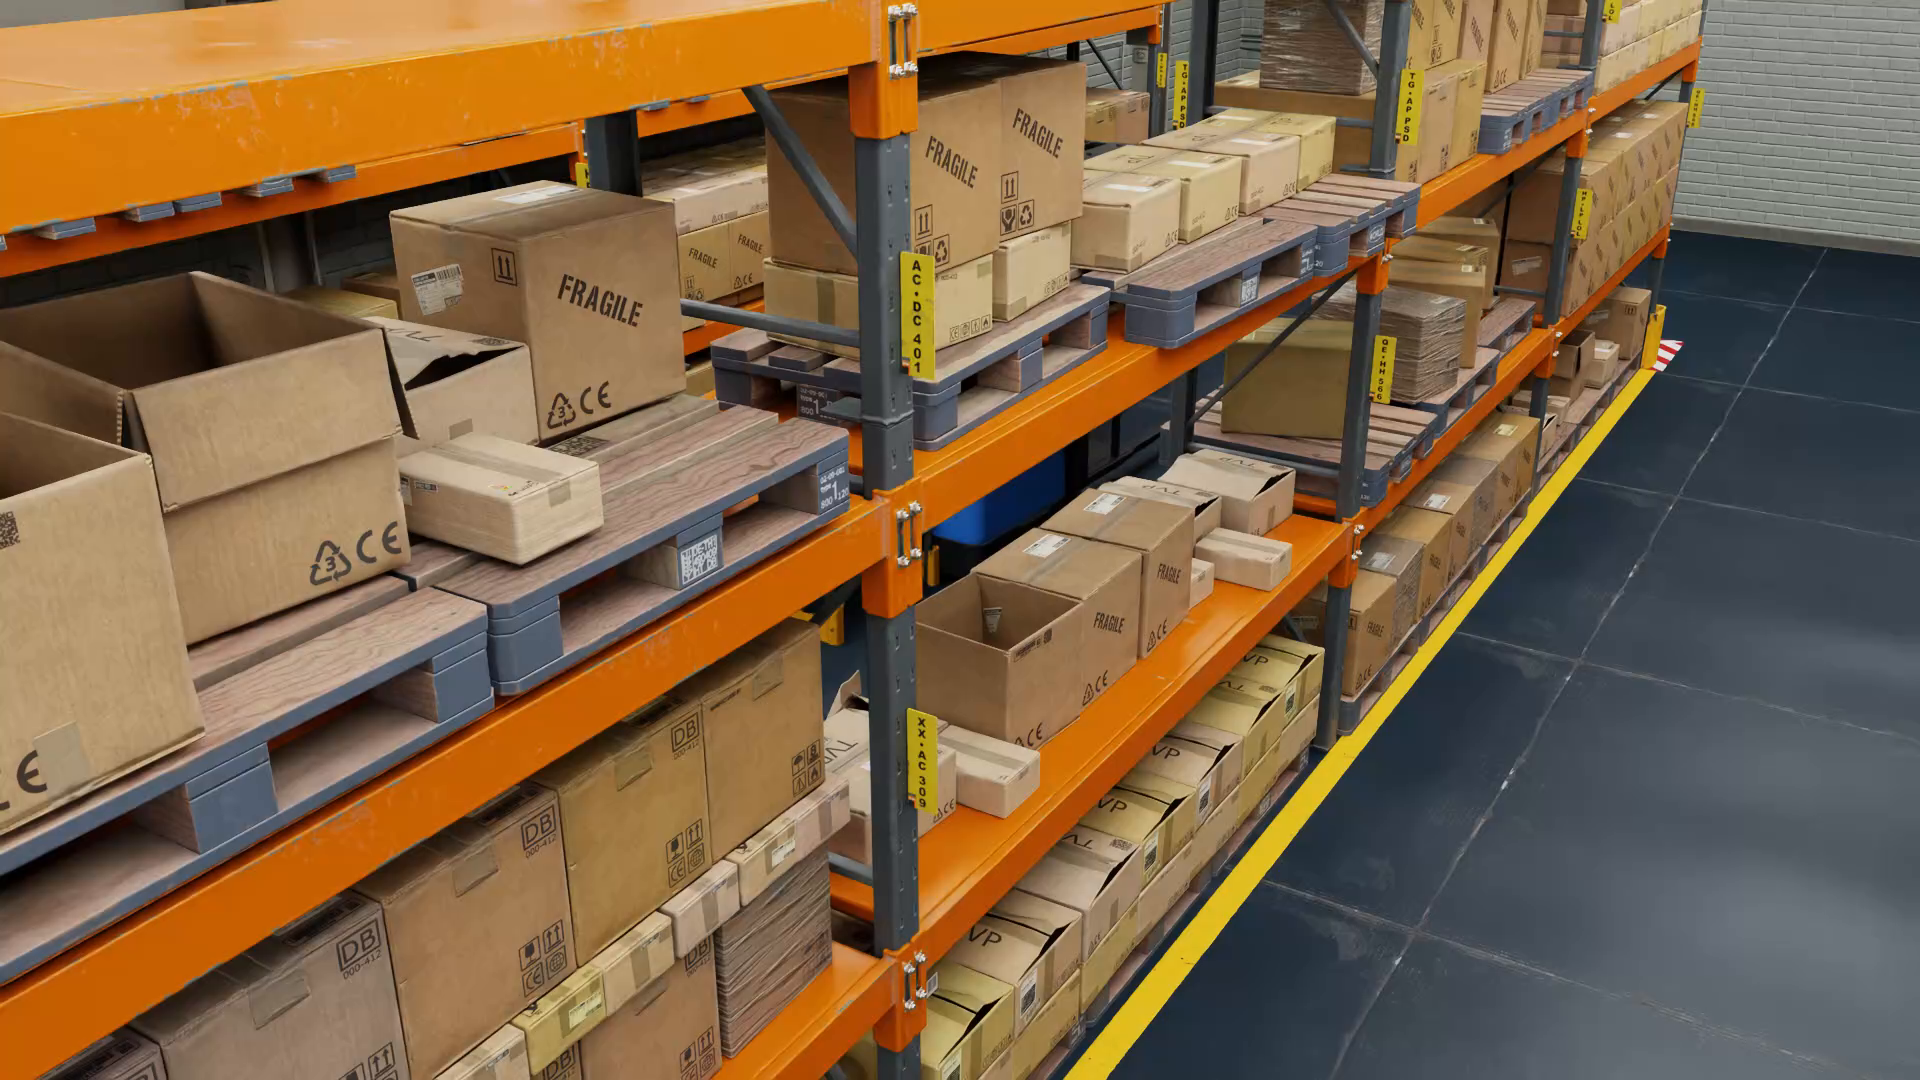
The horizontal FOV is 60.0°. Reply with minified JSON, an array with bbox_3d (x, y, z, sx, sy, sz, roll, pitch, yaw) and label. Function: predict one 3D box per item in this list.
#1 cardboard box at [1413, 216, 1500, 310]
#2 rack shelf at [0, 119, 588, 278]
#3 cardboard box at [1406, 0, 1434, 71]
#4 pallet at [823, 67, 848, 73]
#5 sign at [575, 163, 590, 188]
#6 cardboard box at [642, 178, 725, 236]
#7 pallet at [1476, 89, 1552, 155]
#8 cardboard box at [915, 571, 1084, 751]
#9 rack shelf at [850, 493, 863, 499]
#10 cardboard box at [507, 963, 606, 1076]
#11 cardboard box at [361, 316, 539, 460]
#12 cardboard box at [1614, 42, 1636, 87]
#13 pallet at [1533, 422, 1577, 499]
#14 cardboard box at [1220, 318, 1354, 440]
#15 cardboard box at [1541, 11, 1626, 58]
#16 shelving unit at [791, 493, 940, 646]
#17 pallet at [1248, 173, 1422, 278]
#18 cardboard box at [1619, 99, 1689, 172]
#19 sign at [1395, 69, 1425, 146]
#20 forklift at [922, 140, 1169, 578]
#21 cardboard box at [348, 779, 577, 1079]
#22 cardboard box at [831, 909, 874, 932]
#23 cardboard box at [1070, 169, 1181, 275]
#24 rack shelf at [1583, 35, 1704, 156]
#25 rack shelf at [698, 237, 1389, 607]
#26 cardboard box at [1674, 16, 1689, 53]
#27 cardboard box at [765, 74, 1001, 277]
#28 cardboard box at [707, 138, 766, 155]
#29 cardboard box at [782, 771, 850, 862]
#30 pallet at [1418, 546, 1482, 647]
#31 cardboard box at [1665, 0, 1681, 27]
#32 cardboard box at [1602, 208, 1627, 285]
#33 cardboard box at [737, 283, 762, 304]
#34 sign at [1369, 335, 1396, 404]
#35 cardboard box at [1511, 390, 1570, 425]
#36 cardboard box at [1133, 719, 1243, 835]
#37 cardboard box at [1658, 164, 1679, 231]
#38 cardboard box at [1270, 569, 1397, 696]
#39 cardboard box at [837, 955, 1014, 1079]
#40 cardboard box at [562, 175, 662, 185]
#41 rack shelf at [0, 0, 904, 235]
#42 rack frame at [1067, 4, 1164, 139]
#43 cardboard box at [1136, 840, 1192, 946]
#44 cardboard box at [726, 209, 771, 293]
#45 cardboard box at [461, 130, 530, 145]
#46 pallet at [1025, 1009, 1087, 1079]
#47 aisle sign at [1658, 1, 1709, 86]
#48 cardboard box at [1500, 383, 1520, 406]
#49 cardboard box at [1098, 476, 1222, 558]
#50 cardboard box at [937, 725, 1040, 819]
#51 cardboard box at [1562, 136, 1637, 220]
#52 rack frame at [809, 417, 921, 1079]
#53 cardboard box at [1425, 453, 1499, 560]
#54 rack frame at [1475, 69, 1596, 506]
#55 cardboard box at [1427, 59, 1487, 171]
[{"bbox_3d":[3.200,-1.866,11.131,0.700,0.500,0.500,5,24,11],"label":"cardboard box"},{"bbox_3d":[-3.736,-1.799,8.760,1.077,0.370,4.000,14,27,29],"label":"rack shelf"},{"bbox_3d":[2.034,-2.590,8.297,0.500,0.500,0.500,14,27,29],"label":"cardboard box"},{"bbox_3d":[-1.013,-3.747,12.594,0.805,0.209,1.217,13,26,27],"label":"pallet"},{"bbox_3d":[-1.047,-0.909,4.752,0.100,0.325,0.005,14,27,29],"label":"sign"},{"bbox_3d":[-1.940,-2.244,11.188,0.500,0.250,0.500,13,27,28],"label":"cardboard box"},{"bbox_3d":[2.691,-2.475,9.652,1.213,0.211,1.003,14,27,29],"label":"pallet"},{"bbox_3d":[0.116,0.480,6.240,0.500,0.500,0.500,16,28,33],"label":"cardboard box"},{"bbox_3d":[-0.672,-0.133,10.123,0.538,0.185,1.000,15,28,31],"label":"rack shelf"},{"bbox_3d":[-1.080,1.096,4.001,0.380,0.149,0.250,14,27,29],"label":"cardboard box"},{"bbox_3d":[-1.355,-0.336,3.883,0.500,0.311,0.500,12,26,26],"label":"cardboard box"},{"bbox_3d":[4.373,-3.329,11.576,0.500,0.250,0.500,14,27,29],"label":"cardboard box"},{"bbox_3d":[4.003,-0.693,12.584,1.003,0.211,1.213,14,27,29],"label":"pallet"},{"bbox_3d":[1.766,-0.865,8.819,0.700,0.500,0.500,5,24,11],"label":"cardboard box"},{"bbox_3d":[4.107,-3.390,11.089,0.500,0.250,0.500,14,27,29],"label":"cardboard box"},{"bbox_3d":[-0.667,-0.301,10.058,0.587,1.500,1.083,15,28,31],"label":"shelving unit"},{"bbox_3d":[1.247,-1.433,7.246,1.213,0.211,1.003,15,28,31],"label":"pallet"},{"bbox_3d":[5.748,-3.388,13.915,0.500,0.500,0.500,14,27,29],"label":"cardboard box"},{"bbox_3d":[1.997,-1.922,7.387,0.100,0.325,0.005,14,27,29],"label":"sign"},{"bbox_3d":[0.532,-1.623,11.309,1.130,2.935,3.031,15,28,31],"label":"forklift"},{"bbox_3d":[-1.339,0.809,3.847,0.700,0.500,0.500,14,27,29],"label":"cardboard box"},{"bbox_3d":[-0.341,1.397,6.473,0.500,0.311,0.500,15,27,30],"label":"cardboard box"},{"bbox_3d":[0.480,-1.174,6.070,0.500,0.250,0.500,11,26,25],"label":"cardboard box"},{"bbox_3d":[4.694,-3.462,12.602,1.077,0.370,4.000,14,27,29],"label":"rack shelf"},{"bbox_3d":[0.475,-0.762,6.364,1.077,0.370,4.000,14,27,29],"label":"rack shelf"},{"bbox_3d":[5.429,-4.003,13.135,0.500,0.250,0.500,14,27,29],"label":"cardboard box"},{"bbox_3d":[-0.222,-1.085,4.921,0.500,0.500,0.500,14,27,30],"label":"cardboard box"},{"bbox_3d":[-1.565,-2.864,12.622,0.500,0.250,0.500,13,27,27],"label":"cardboard box"},{"bbox_3d":[-0.542,0.752,4.794,0.380,0.149,0.250,14,27,29],"label":"cardboard box"},{"bbox_3d":[2.600,0.235,10.442,1.003,0.211,1.213,14,27,29],"label":"pallet"},{"bbox_3d":[5.165,-4.064,12.647,0.500,0.250,0.500,14,27,29],"label":"cardboard box"},{"bbox_3d":[4.673,-2.243,12.531,0.500,0.500,0.500,14,27,29],"label":"cardboard box"},{"bbox_3d":[-1.655,-1.824,11.979,0.380,0.149,0.250,14,27,30],"label":"cardboard box"},{"bbox_3d":[2.003,-0.807,7.881,0.100,0.325,0.005,14,27,29],"label":"sign"},{"bbox_3d":[4.492,-1.033,12.873,0.380,0.166,0.250,14,27,29],"label":"cardboard box"},{"bbox_3d":[0.925,0.996,7.400,0.500,0.311,0.500,14,27,29],"label":"cardboard box"},{"bbox_3d":[5.744,-2.928,14.113,0.500,0.500,0.500,15,27,31],"label":"cardboard box"},{"bbox_3d":[2.012,0.461,9.002,0.500,0.500,0.500,15,28,31],"label":"cardboard box"},{"bbox_3d":[-0.151,1.684,5.811,0.500,0.311,0.500,14,27,29],"label":"cardboard box"},{"bbox_3d":[-2.386,-2.345,11.421,0.500,0.250,0.500,13,27,27],"label":"cardboard box"},{"bbox_3d":[-1.635,-0.605,2.729,1.077,0.370,4.000,14,27,29],"label":"rack shelf"},{"bbox_3d":[1.539,-4.128,17.009,1.000,3.000,0.127,14,27,29],"label":"rack frame"},{"bbox_3d":[0.654,1.425,7.115,0.500,0.250,0.500,14,27,30],"label":"cardboard box"},{"bbox_3d":[-1.660,-2.071,11.734,0.500,0.500,0.500,14,27,29],"label":"cardboard box"},{"bbox_3d":[-2.831,-2.473,9.498,0.500,0.311,0.500,14,27,29],"label":"cardboard box"},{"bbox_3d":[-0.225,1.982,6.405,1.003,0.211,1.213,14,27,29],"label":"pallet"},{"bbox_3d":[6.046,-4.243,14.002,0.394,0.787,0.004,14,27,29],"label":"aisle sign"},{"bbox_3d":[4.095,-1.214,13.108,0.500,0.311,0.500,14,27,29],"label":"cardboard box"},{"bbox_3d":[0.893,-0.088,7.791,0.500,0.311,0.500,14,27,28],"label":"cardboard box"},{"bbox_3d":[0.061,0.818,5.900,0.380,0.149,0.250,14,27,29],"label":"cardboard box"},{"bbox_3d":[4.670,-2.693,12.311,0.500,0.500,0.500,13,27,27],"label":"cardboard box"},{"bbox_3d":[-0.580,0.959,5.258,1.000,3.000,0.127,14,27,29],"label":"rack frame"},{"bbox_3d":[3.090,-0.235,10.609,0.500,0.500,0.500,14,27,30],"label":"cardboard box"},{"bbox_3d":[3.639,-1.741,11.495,1.000,3.000,0.127,14,27,29],"label":"rack frame"},{"bbox_3d":[2.274,-2.315,8.920,0.910,0.500,0.500,14,27,29],"label":"cardboard box"}]
